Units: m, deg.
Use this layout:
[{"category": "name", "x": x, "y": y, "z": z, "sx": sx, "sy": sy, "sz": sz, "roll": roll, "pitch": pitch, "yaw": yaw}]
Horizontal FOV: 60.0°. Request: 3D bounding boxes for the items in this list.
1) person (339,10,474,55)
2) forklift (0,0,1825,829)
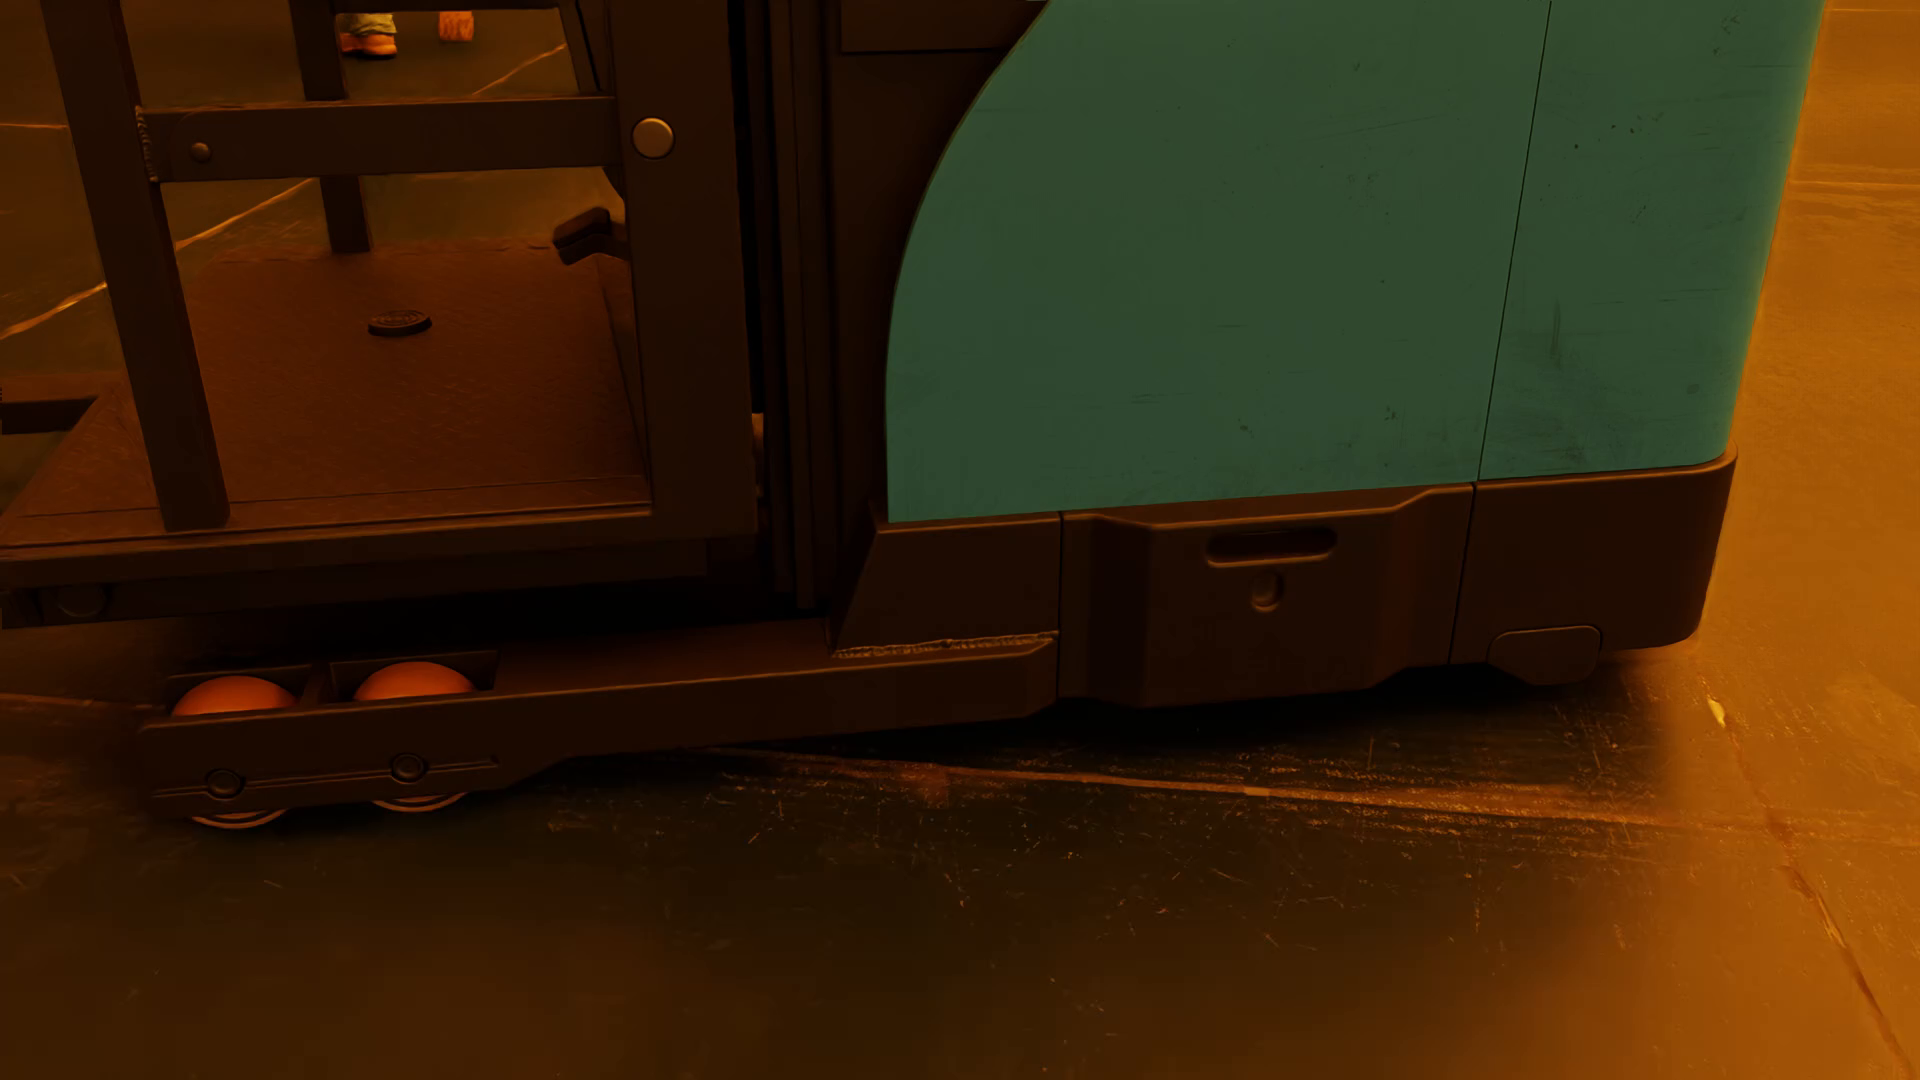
[{"category": "person", "x": -2.096, "y": -2.529, "z": 5.863, "sx": 0.545, "sy": 1.611, "sz": 1.009, "roll": 6, "pitch": 27, "yaw": 12}, {"category": "forklift", "x": -0.609, "y": -1.244, "z": 1.710, "sx": 3.031, "sy": 2.935, "sz": 1.130, "roll": -4, "pitch": 27, "yaw": -8}]
